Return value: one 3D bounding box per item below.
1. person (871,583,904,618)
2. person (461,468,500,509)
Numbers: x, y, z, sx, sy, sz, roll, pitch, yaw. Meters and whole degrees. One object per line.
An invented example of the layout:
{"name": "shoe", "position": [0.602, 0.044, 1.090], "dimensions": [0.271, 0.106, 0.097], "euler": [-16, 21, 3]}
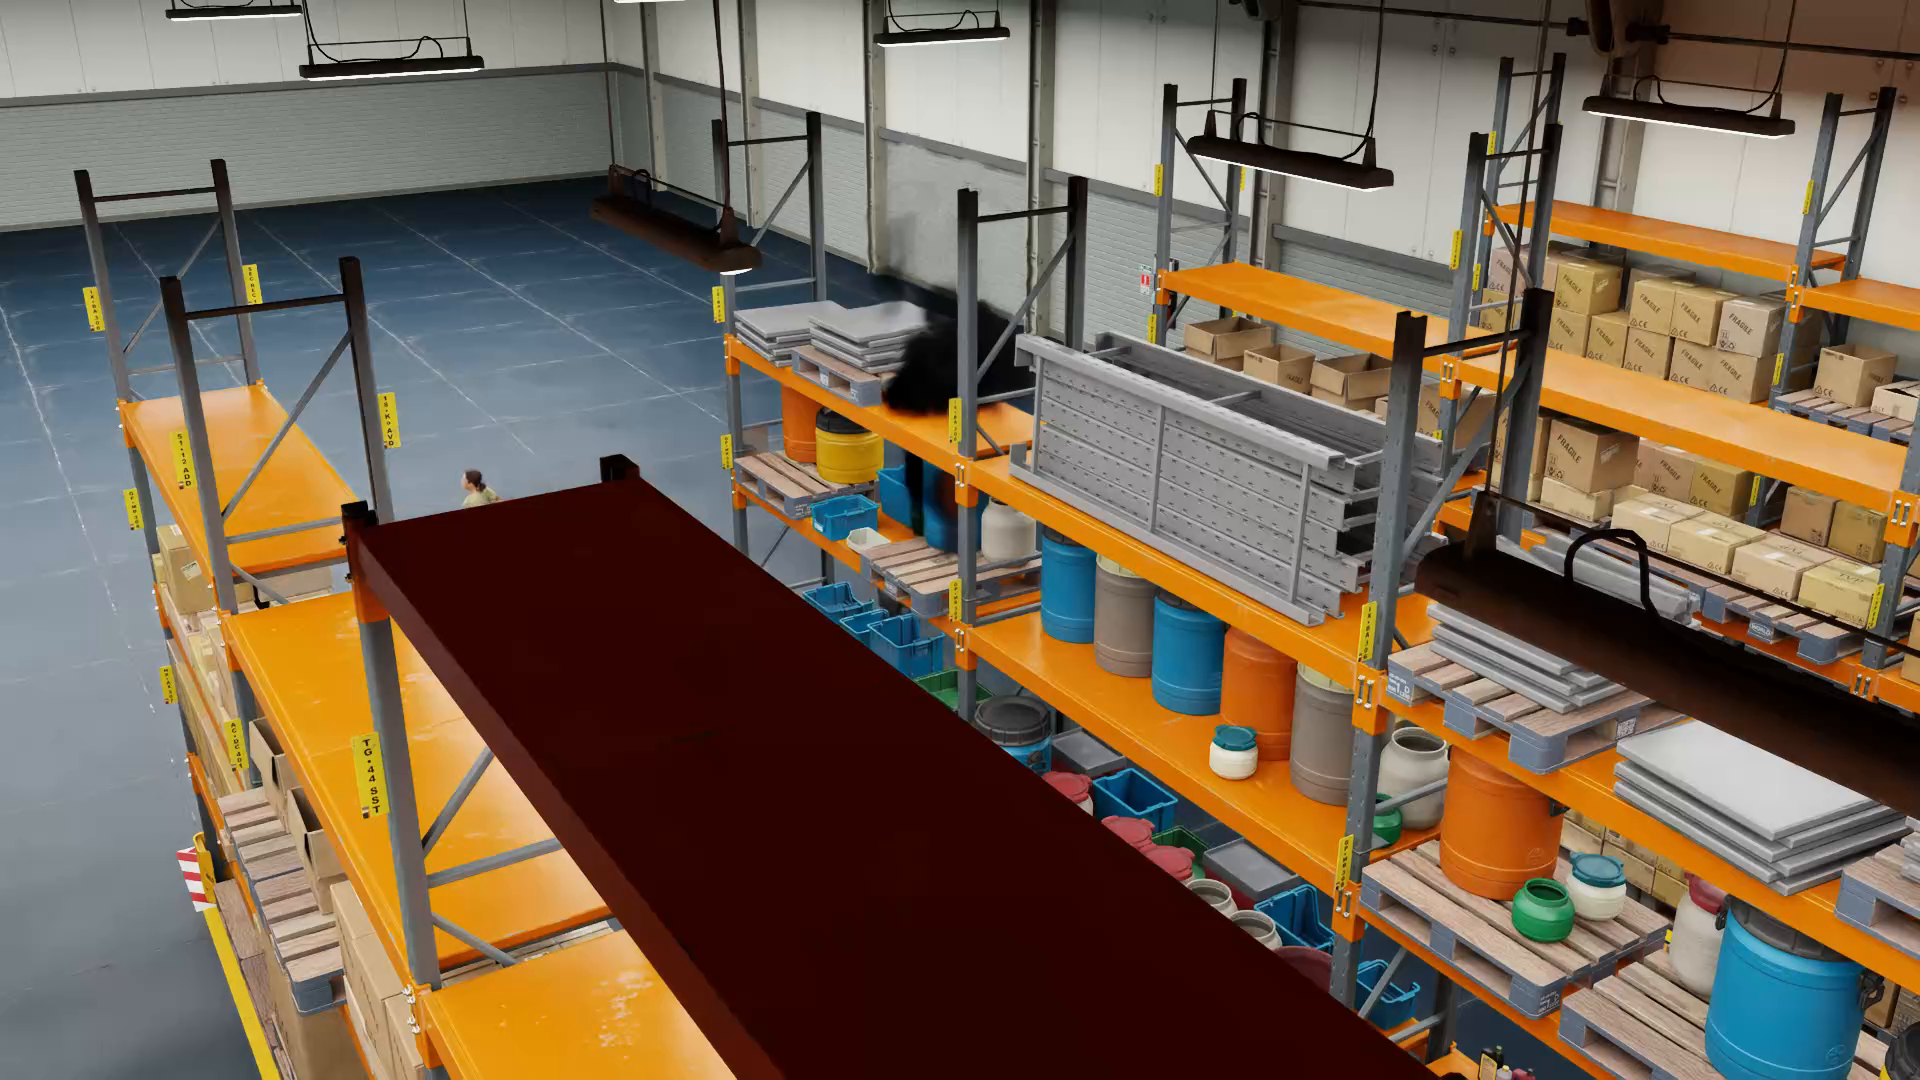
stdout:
{"name": "person", "position": [-0.694, 0.541, 17.199], "dimensions": [0.616, 1.615, 0.605], "euler": [-18, 28, -38]}
{"name": "person", "position": [-5.522, -0.026, 19.152], "dimensions": [0.882, 1.680, 0.578], "euler": [-4, 22, -9]}
